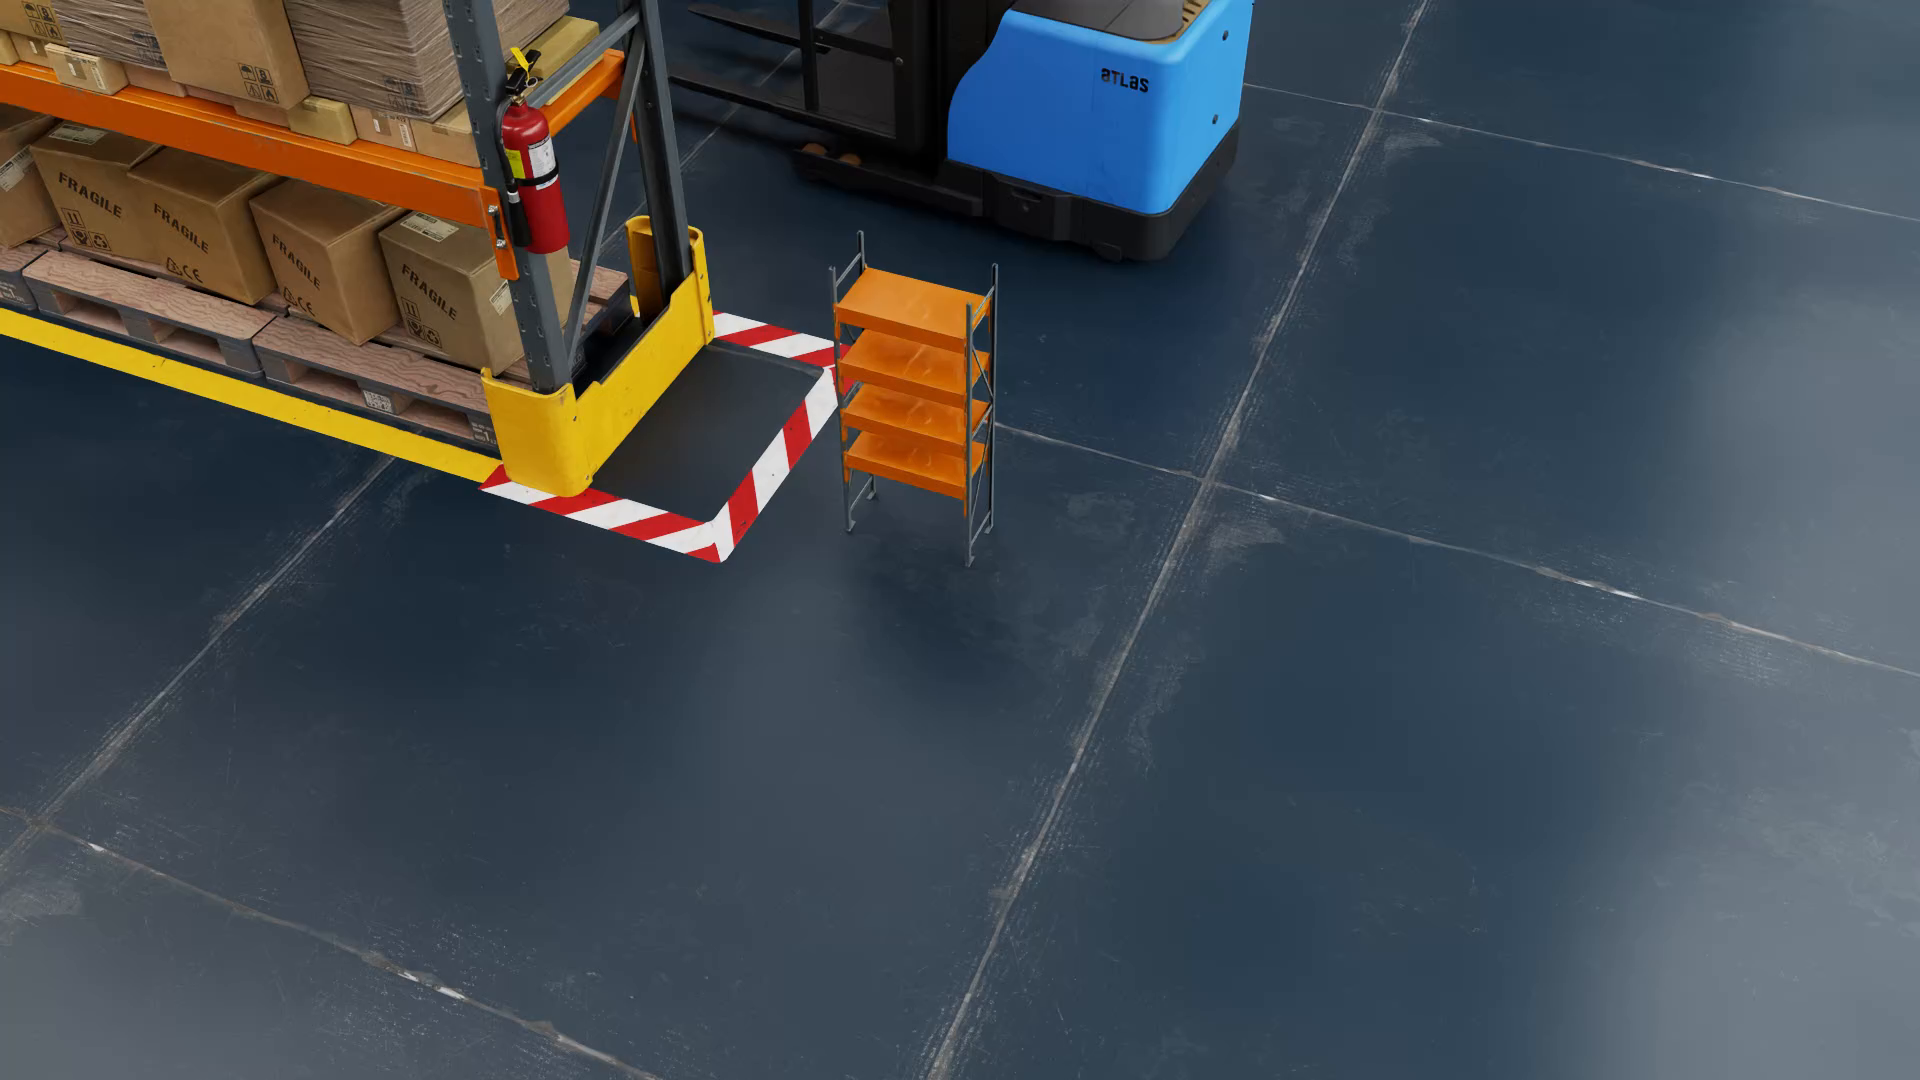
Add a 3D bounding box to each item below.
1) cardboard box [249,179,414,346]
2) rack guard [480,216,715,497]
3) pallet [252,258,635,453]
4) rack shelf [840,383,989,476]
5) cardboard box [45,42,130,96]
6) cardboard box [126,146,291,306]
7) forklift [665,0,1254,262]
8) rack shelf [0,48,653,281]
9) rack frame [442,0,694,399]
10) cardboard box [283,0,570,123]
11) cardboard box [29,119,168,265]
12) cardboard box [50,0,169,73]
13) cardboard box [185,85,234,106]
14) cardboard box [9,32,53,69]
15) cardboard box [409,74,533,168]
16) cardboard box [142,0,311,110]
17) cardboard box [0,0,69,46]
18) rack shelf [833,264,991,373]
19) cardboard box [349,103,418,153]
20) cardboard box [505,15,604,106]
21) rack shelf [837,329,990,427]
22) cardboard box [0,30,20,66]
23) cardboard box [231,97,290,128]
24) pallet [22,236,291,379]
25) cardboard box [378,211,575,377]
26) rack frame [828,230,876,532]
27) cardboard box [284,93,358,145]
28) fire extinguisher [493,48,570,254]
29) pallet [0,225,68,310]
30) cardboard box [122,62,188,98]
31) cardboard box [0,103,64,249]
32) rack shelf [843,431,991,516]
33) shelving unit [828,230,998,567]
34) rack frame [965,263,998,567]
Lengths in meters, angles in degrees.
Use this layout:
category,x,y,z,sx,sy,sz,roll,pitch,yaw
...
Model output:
category,x,y,z,sx,sy,sz,roll,pitch,yaw
cardboard box,-2.479,-1.203,6.807,0.500,0.500,0.500,29,52,26
rack guard,-1.415,-0.754,6.654,0.348,0.500,1.175,16,47,16
pallet,-2.151,-0.896,7.000,1.213,0.211,1.003,16,47,16
rack shelf,-0.153,-0.423,5.919,0.480,0.148,0.258,16,47,16
cardboard box,-3.112,-1.813,6.123,0.250,0.149,0.380,16,47,16
cardboard box,-3.050,-1.385,6.990,0.500,0.500,0.500,21,48,19
forklift,-0.226,-3.017,7.204,3.031,2.935,1.130,20,48,19
rack shelf,-3.190,-1.908,6.551,4.000,0.370,1.077,16,47,16
rack frame,-1.344,-1.620,5.751,0.127,3.000,1.000,16,47,16
cardboard box,-1.841,-1.928,5.779,0.500,0.500,0.875,16,47,16
cardboard box,-3.548,-1.566,7.172,0.500,0.500,0.500,13,46,12
cardboard box,-2.794,-2.149,6.002,0.500,0.500,0.875,16,47,16
cardboard box,-2.607,-1.749,6.059,0.250,0.149,0.380,16,47,16
cardboard box,-3.316,-1.926,6.237,0.250,0.149,0.380,16,47,16
cardboard box,-1.687,-1.474,5.783,0.250,0.149,0.380,16,47,16
cardboard box,-2.349,-1.986,5.837,0.500,0.500,0.875,16,47,16
cardboard box,-3.251,-2.293,6.146,0.500,0.500,0.875,16,47,16
rack shelf,-0.153,-0.749,5.595,0.480,0.148,0.258,16,47,16
cardboard box,-1.917,-1.542,5.851,0.250,0.149,0.380,16,47,16
cardboard box,-1.516,-1.763,6.074,0.250,0.149,0.380,16,47,16
rack shelf,-0.153,-0.581,5.762,0.480,0.148,0.258,16,47,16
cardboard box,-3.564,-1.964,6.275,0.250,0.149,0.380,16,47,16
cardboard box,-2.393,-1.654,5.964,0.250,0.149,0.380,16,47,16
pallet,-3.273,-1.228,7.334,1.213,0.211,1.003,16,47,16
cardboard box,-1.914,-1.063,6.666,0.500,0.500,0.500,25,50,23
rack frame,-0.378,-0.537,5.939,0.015,1.200,0.240,16,47,16
cardboard box,-2.168,-1.576,5.886,0.250,0.149,0.380,16,47,16
fire extinguisher,-1.416,-1.261,5.446,0.183,0.674,0.296,16,47,16
pallet,-4.403,-1.558,7.666,1.213,0.211,1.003,16,47,16
cardboard box,-2.847,-1.803,6.113,0.250,0.149,0.380,16,47,16
cardboard box,-4.151,-1.684,7.290,0.500,0.500,0.500,32,53,28
rack shelf,-0.153,-0.282,6.059,0.480,0.148,0.258,16,47,16
shelving unit,-0.153,-0.470,5.872,0.503,1.200,0.258,16,47,16
rack frame,0.072,-0.404,5.805,0.015,1.200,0.240,16,47,16
